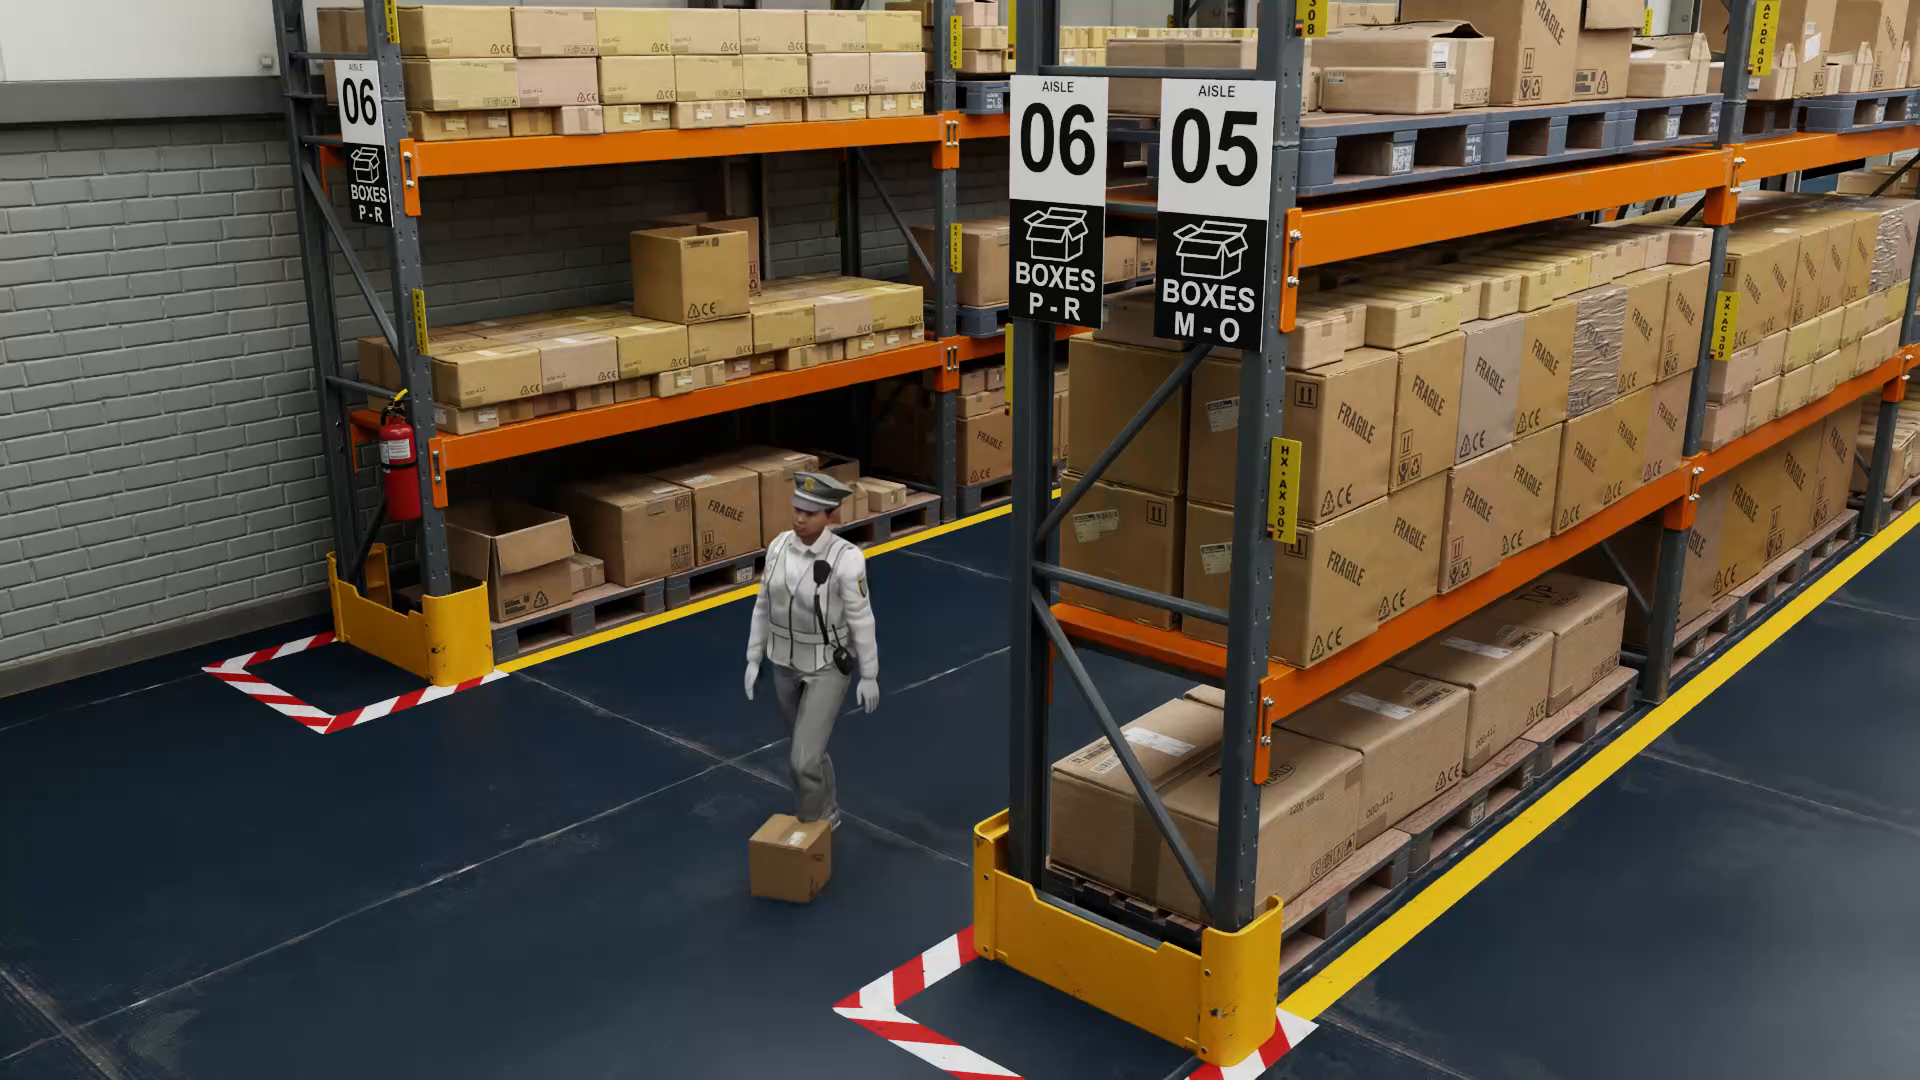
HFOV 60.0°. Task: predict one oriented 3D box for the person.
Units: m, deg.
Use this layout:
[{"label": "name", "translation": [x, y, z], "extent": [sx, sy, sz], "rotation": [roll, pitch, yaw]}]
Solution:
[{"label": "person", "translation": [-0.652, 0.578, 6.685], "extent": [0.539, 1.729, 0.682], "rotation": [10, 20, 29]}]
